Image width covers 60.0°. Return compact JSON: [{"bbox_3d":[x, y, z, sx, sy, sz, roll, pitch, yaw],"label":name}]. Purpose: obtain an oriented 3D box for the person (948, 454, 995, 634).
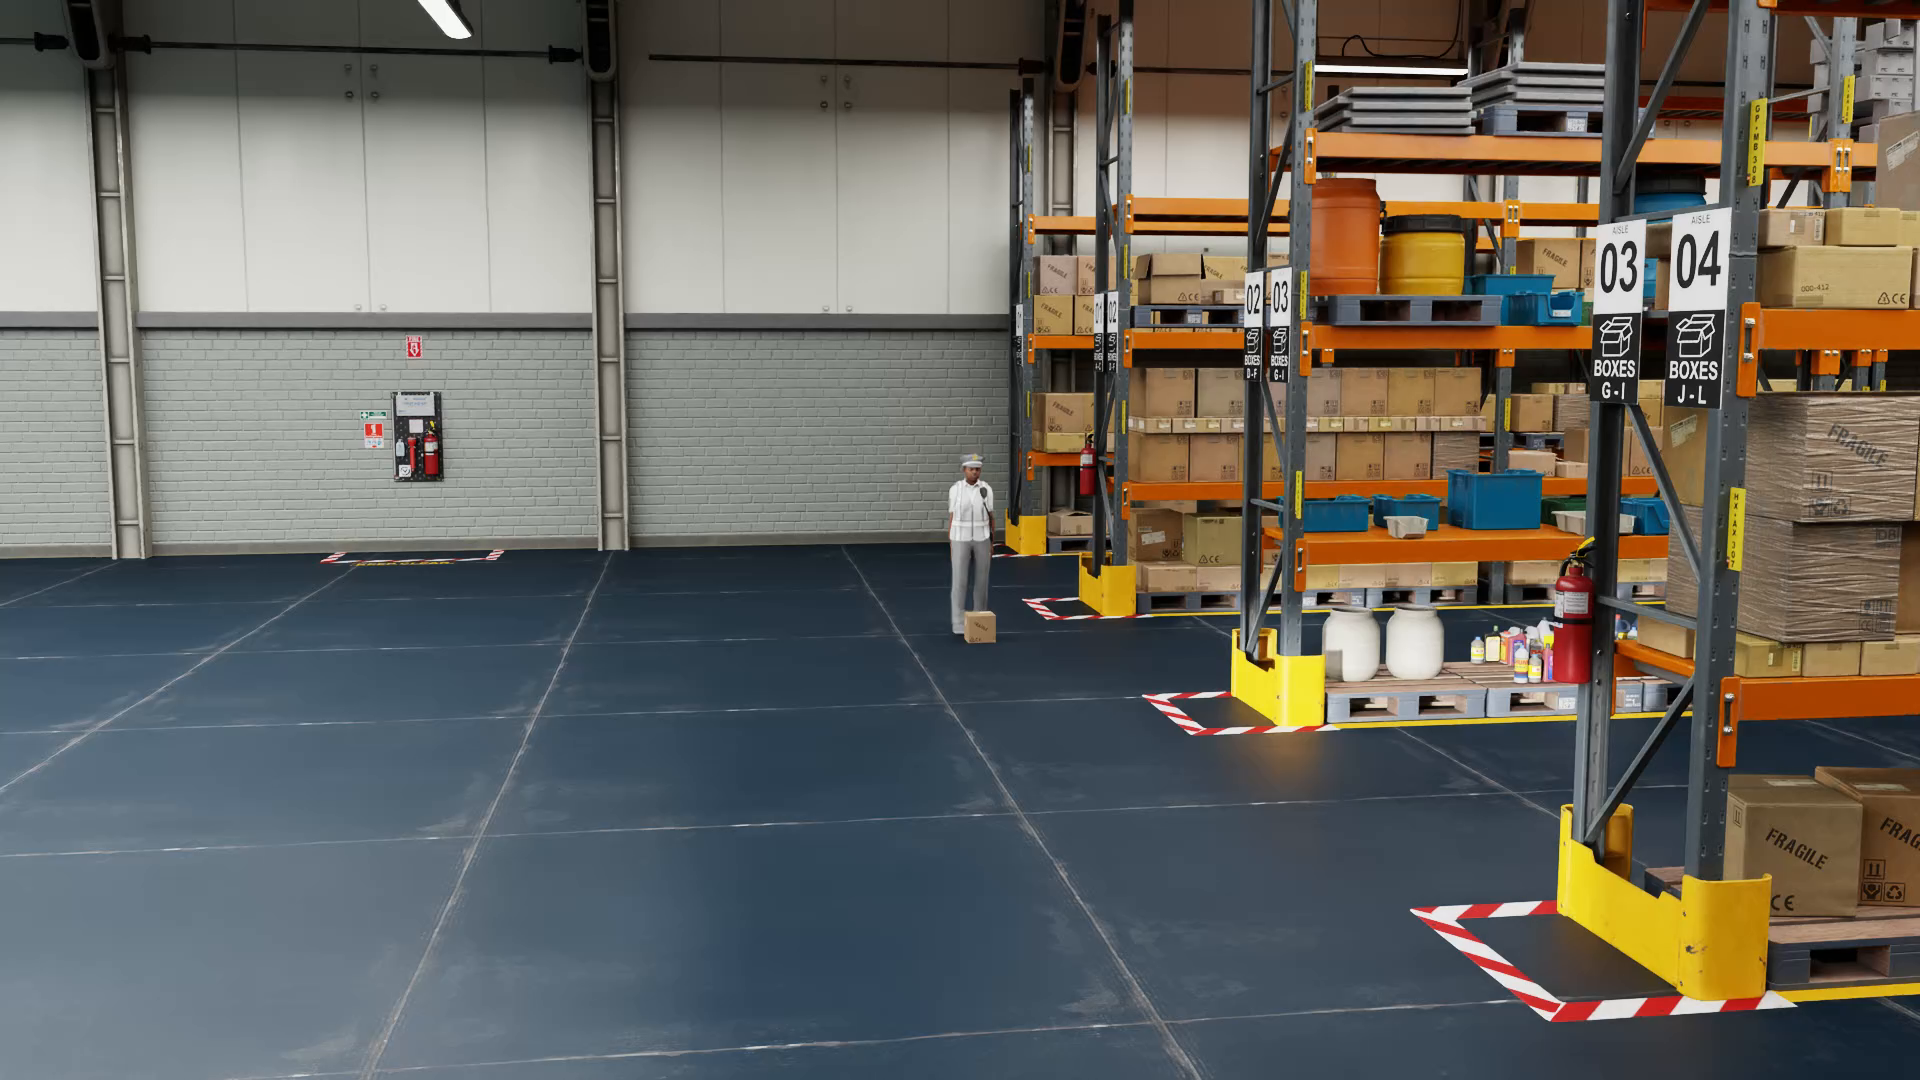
[{"bbox_3d":[0.113,0.040,15.518,0.436,1.705,0.367,-1,7,-7],"label":"person"}]
